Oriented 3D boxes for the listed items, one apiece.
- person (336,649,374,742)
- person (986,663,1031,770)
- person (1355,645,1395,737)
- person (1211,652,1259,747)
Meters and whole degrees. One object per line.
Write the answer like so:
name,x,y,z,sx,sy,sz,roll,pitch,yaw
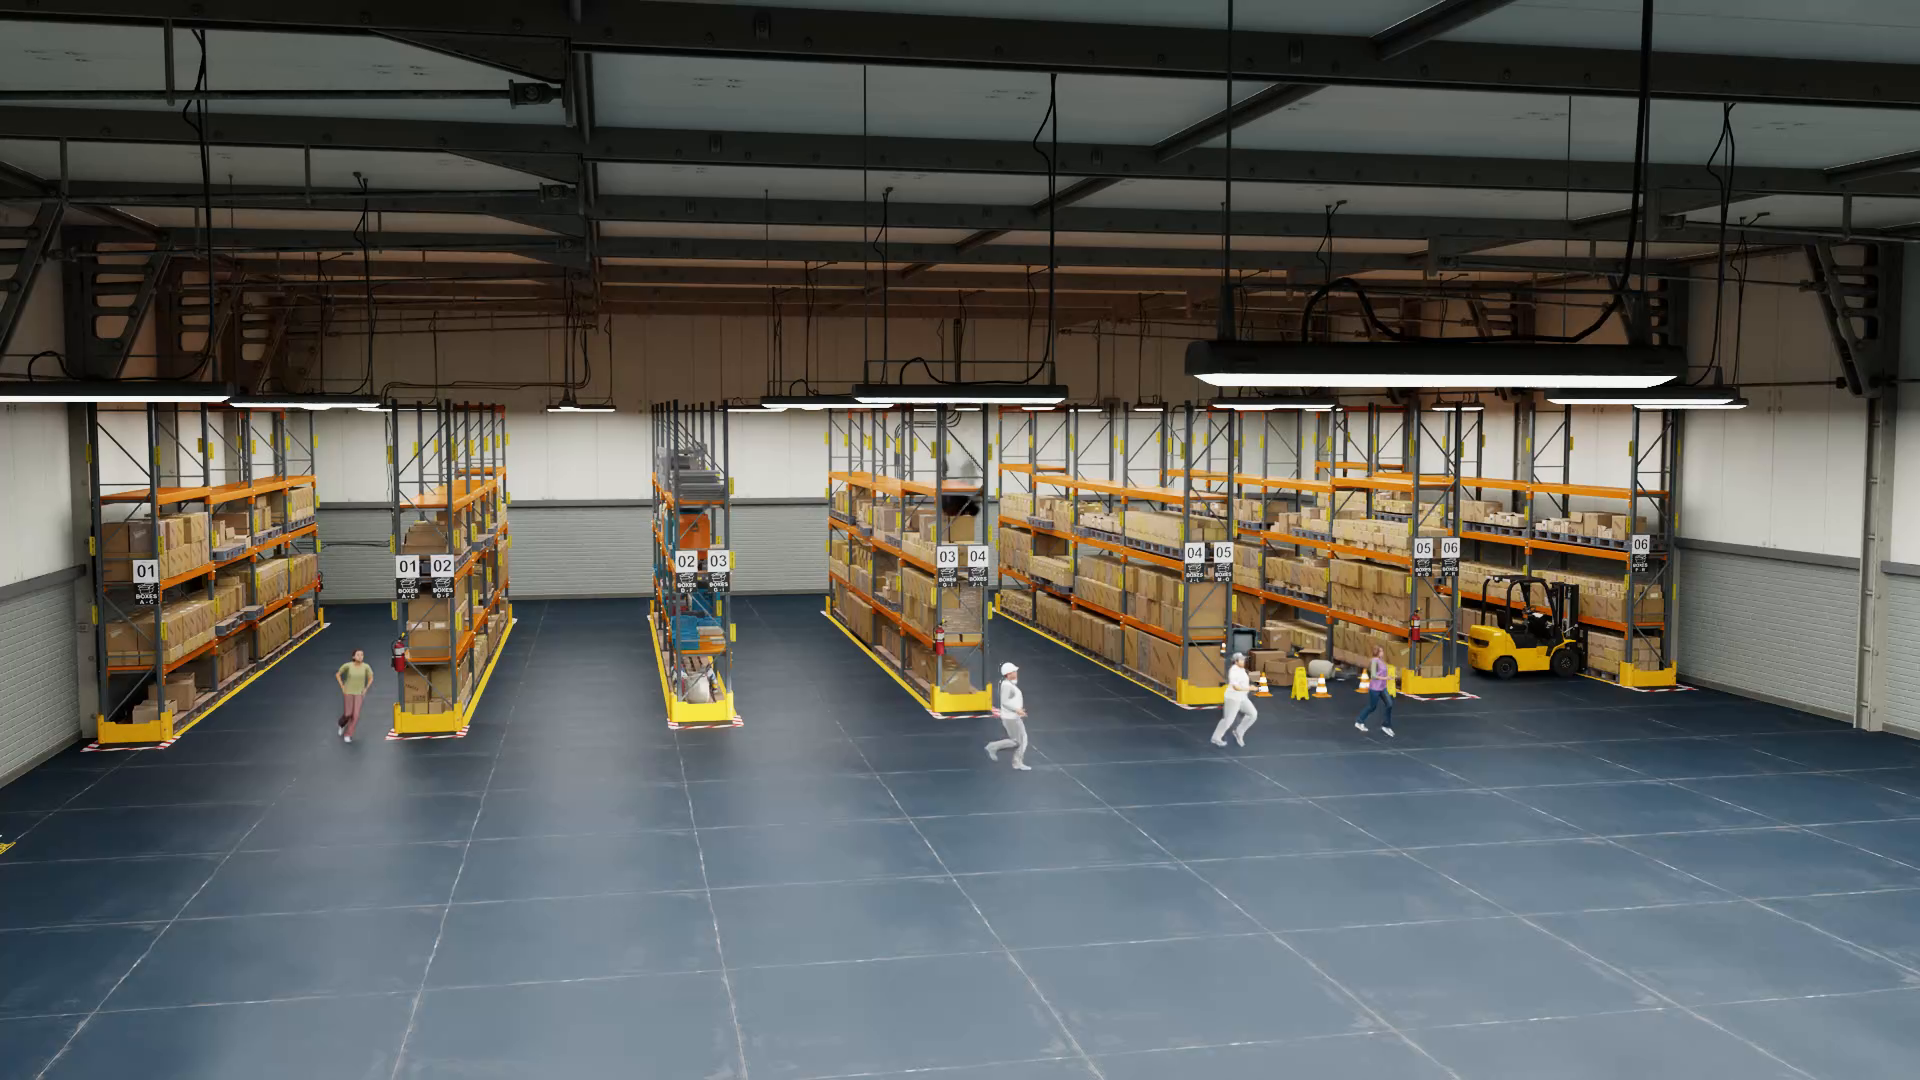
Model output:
person,-10.666,2.835,29.355,0.606,1.398,0.508,-3,5,-32
person,0.786,2.846,26.770,0.732,1.745,0.624,1,4,8
person,7.432,2.690,29.735,0.724,1.635,0.544,3,5,38
person,4.753,2.739,28.573,0.826,1.643,0.613,3,5,30
